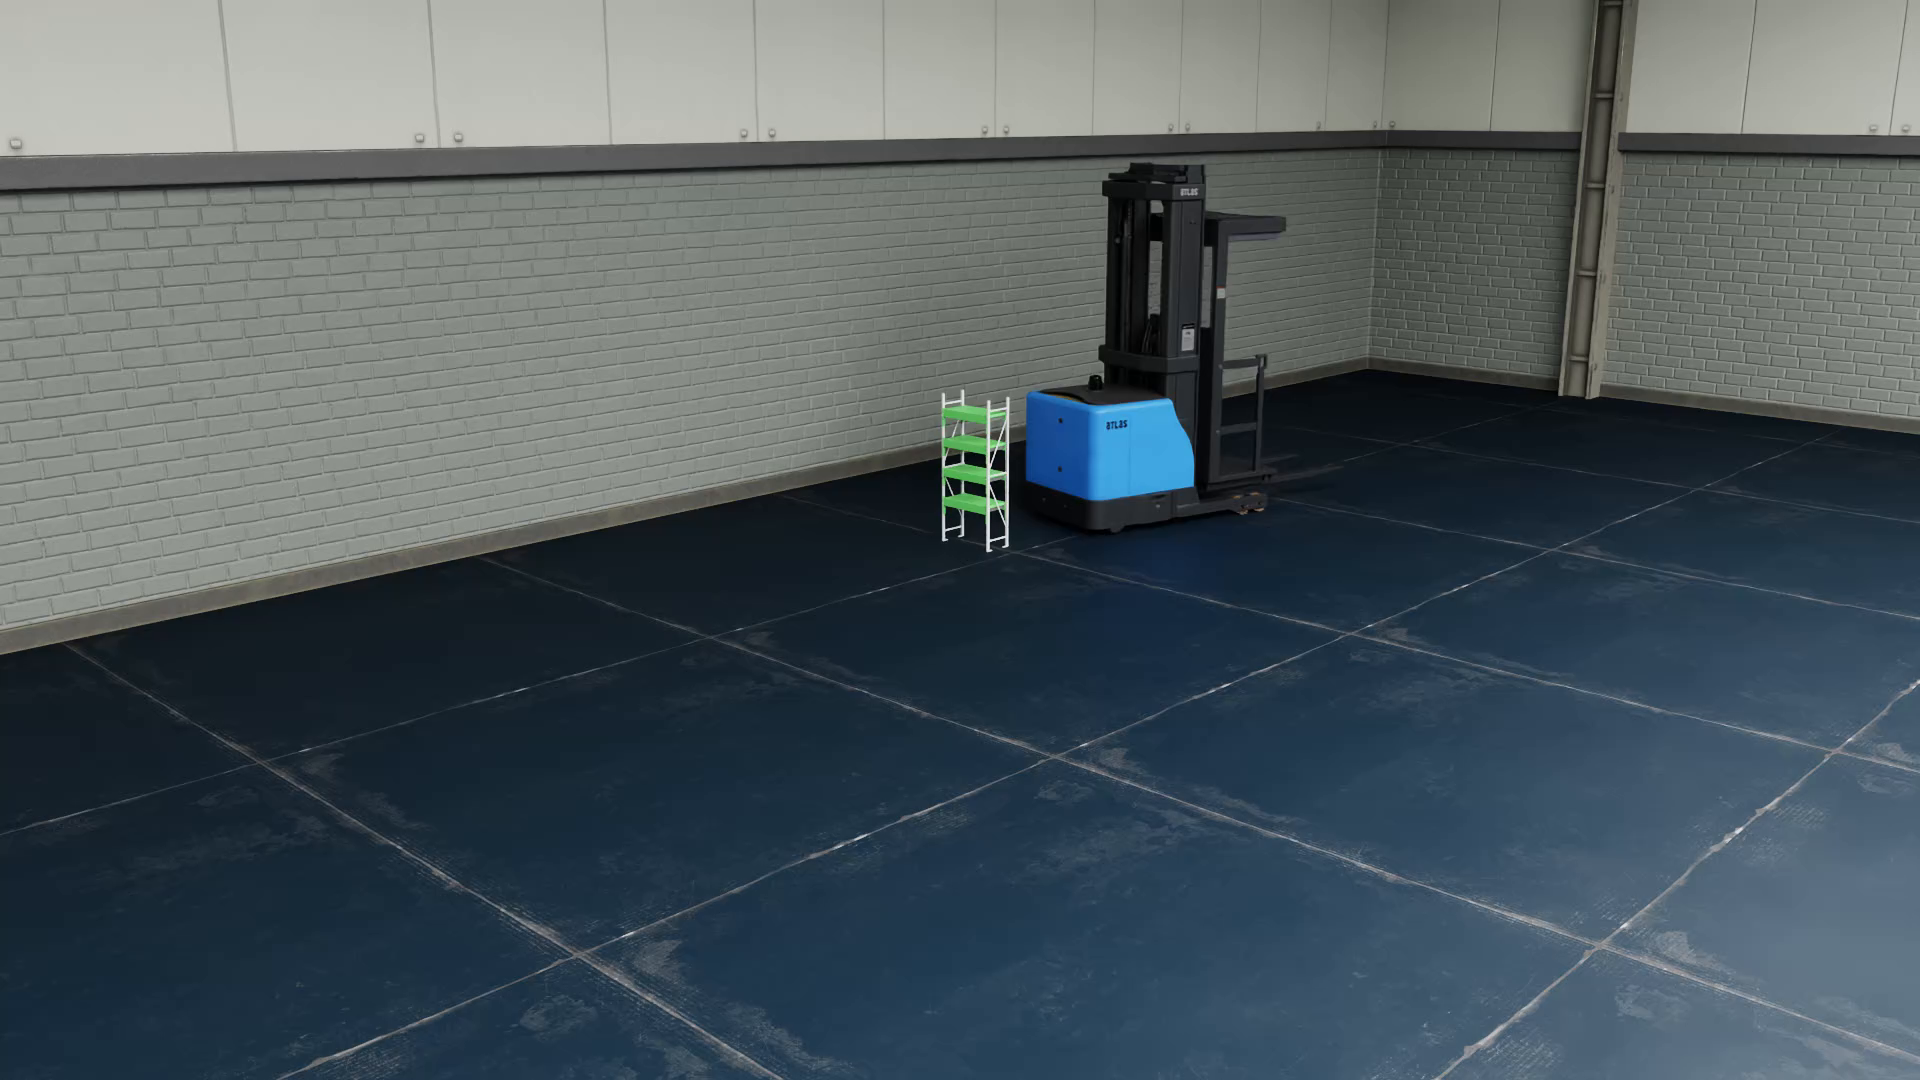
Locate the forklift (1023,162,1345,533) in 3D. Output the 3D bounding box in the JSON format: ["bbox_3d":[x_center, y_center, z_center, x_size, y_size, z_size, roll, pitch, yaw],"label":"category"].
[{"bbox_3d":[2.057,-1.737,14.285,3.031,2.935,1.130,-9,17,-32],"label":"forklift"}]

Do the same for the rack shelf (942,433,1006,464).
[{"bbox_3d":[0.119,-0.722,13.125,0.480,0.148,0.258,14,20,42],"label":"rack shelf"}]

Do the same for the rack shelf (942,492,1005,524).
[{"bbox_3d":[0.119,-0.258,13.246,0.480,0.148,0.258,14,20,42],"label":"rack shelf"}]

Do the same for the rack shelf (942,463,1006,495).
[{"bbox_3d":[0.119,-0.490,13.186,0.480,0.148,0.258,14,20,42],"label":"rack shelf"}]

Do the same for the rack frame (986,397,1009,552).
[{"bbox_3d":[0.295,-0.509,13.006,0.015,1.200,0.240,14,20,42],"label":"rack frame"}]

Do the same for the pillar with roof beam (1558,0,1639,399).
[{"bbox_3d":[4.509,-5.322,16.012,0.400,9.000,9.100,14,20,42],"label":"pillar with roof beam"}]

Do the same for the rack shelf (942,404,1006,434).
[{"bbox_3d":[0.119,-0.954,13.065,0.480,0.148,0.258,14,20,42],"label":"rack shelf"}]

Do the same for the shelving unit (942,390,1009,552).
[{"bbox_3d":[0.119,-0.552,13.170,0.503,1.200,0.258,14,20,42],"label":"shelving unit"}]

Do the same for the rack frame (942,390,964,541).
[{"bbox_3d":[-0.056,-0.594,13.334,0.015,1.200,0.240,14,20,42],"label":"rack frame"}]
